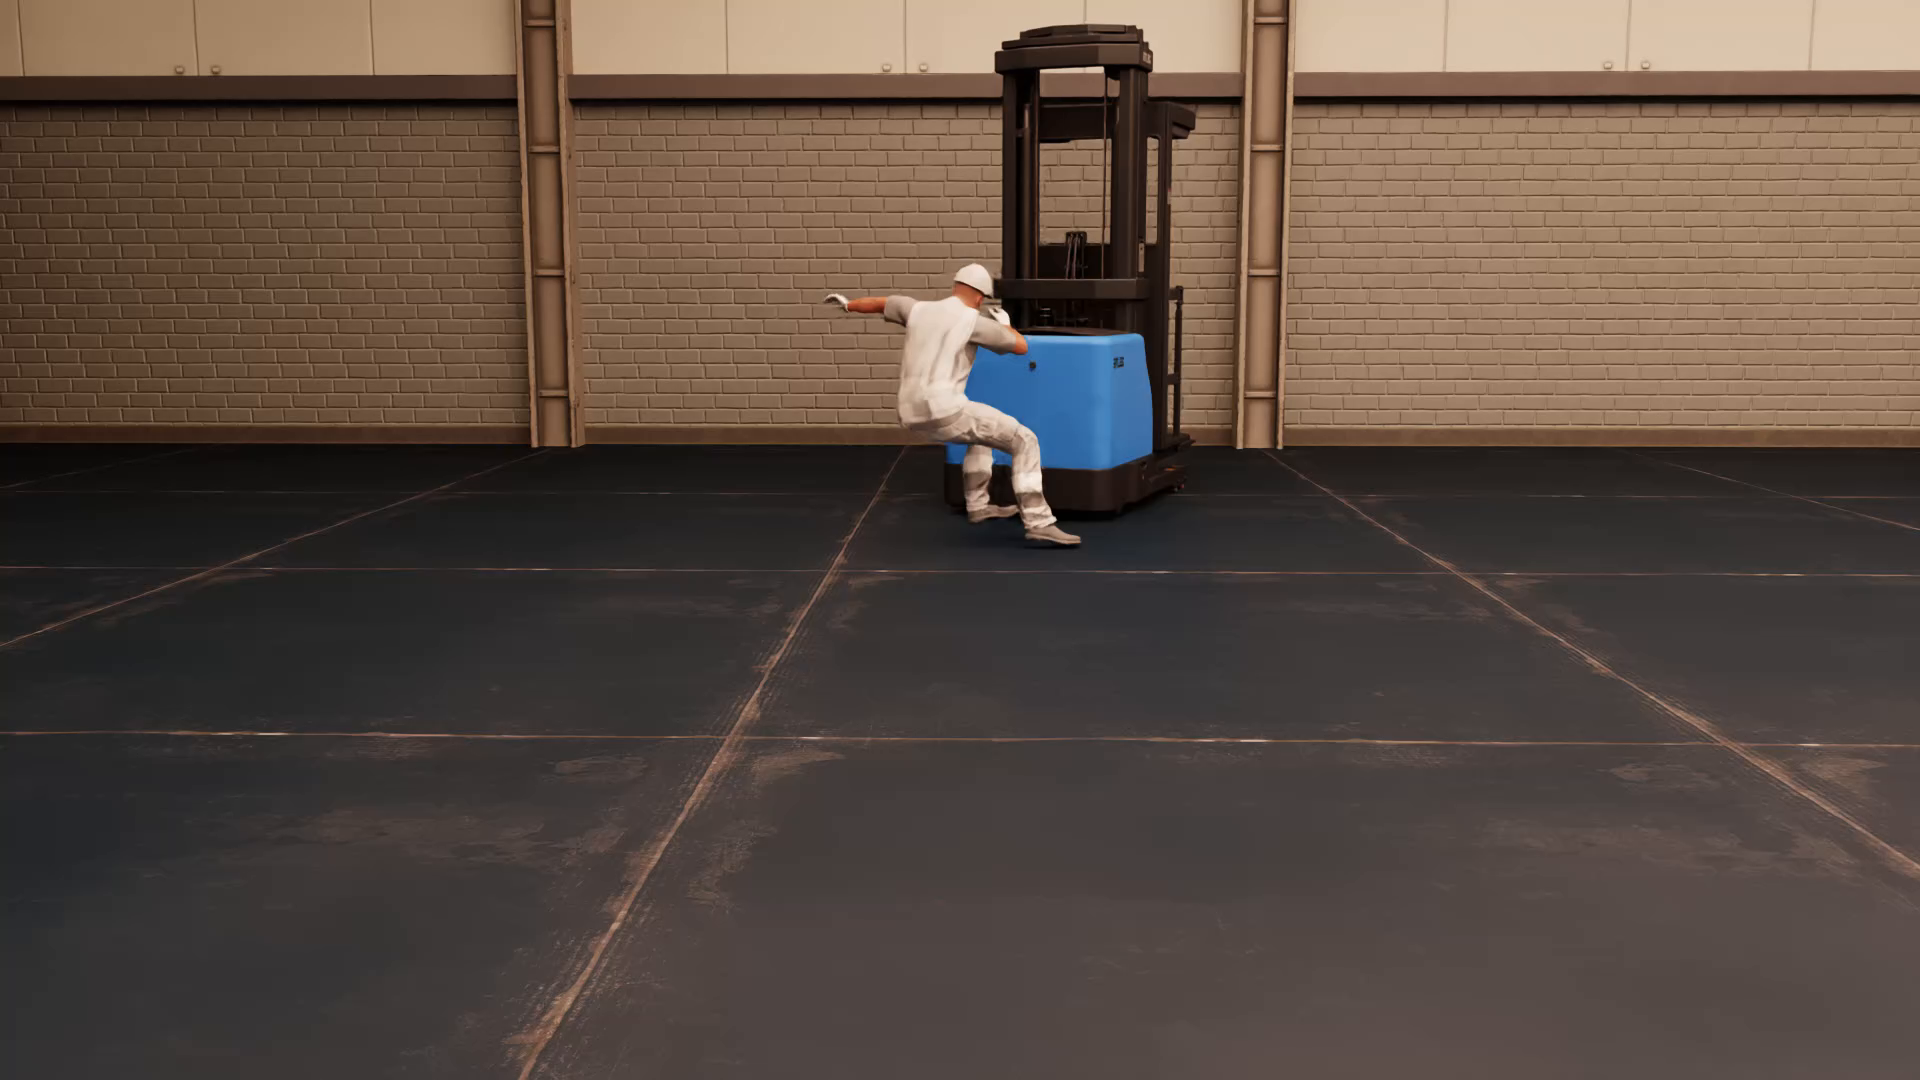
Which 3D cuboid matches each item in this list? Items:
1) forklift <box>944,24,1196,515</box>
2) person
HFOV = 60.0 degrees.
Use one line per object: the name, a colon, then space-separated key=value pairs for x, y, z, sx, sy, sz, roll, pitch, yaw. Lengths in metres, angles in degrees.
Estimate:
forklift: x=0.903 y=-1.782 z=10.961 sx=1.130 sy=2.935 sz=3.031 roll=3 pitch=9 yaw=21
person: x=-0.082 y=-0.745 z=8.950 sx=1.499 sy=1.464 sz=0.741 roll=8 pitch=12 yaw=41
